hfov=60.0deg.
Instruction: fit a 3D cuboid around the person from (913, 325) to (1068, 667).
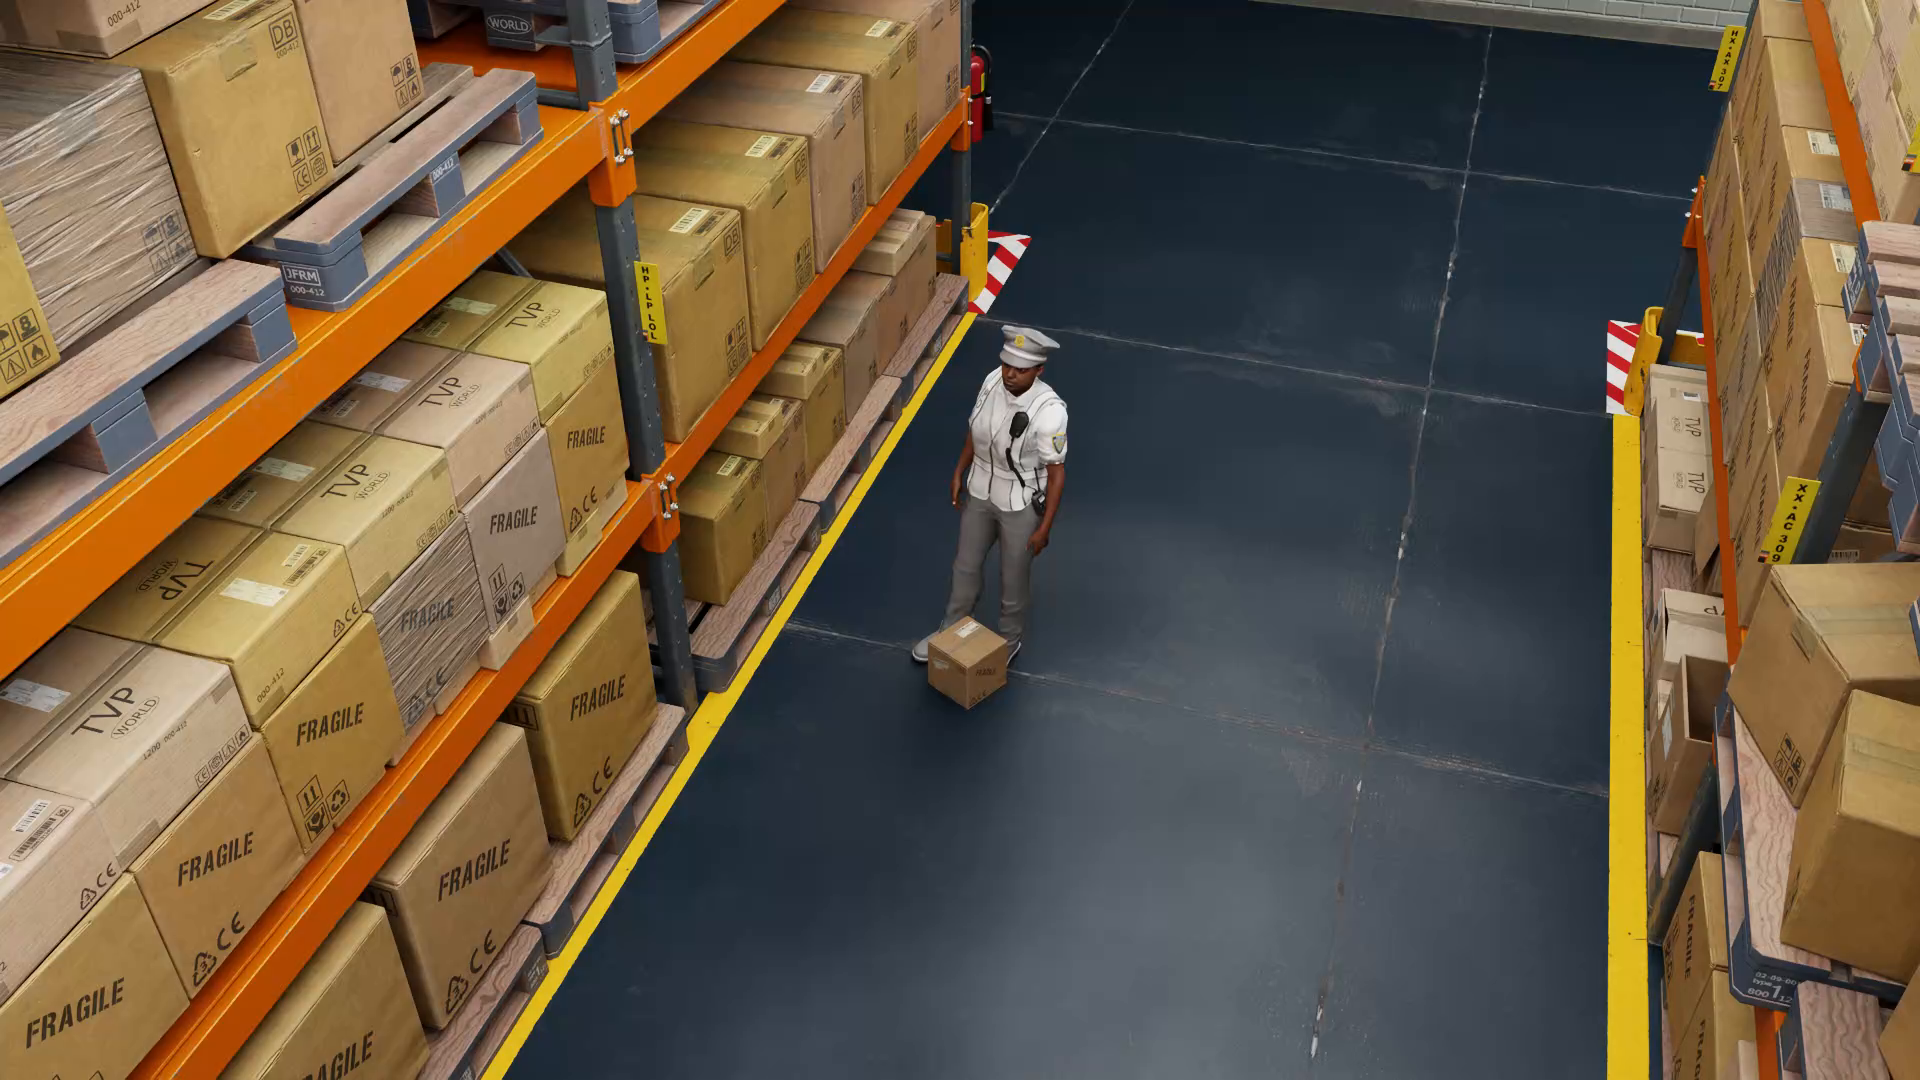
[{"bbox_3d":[0.144,-0.146,7.039,0.570,1.698,0.527,29,46,33],"label":"person"}]
